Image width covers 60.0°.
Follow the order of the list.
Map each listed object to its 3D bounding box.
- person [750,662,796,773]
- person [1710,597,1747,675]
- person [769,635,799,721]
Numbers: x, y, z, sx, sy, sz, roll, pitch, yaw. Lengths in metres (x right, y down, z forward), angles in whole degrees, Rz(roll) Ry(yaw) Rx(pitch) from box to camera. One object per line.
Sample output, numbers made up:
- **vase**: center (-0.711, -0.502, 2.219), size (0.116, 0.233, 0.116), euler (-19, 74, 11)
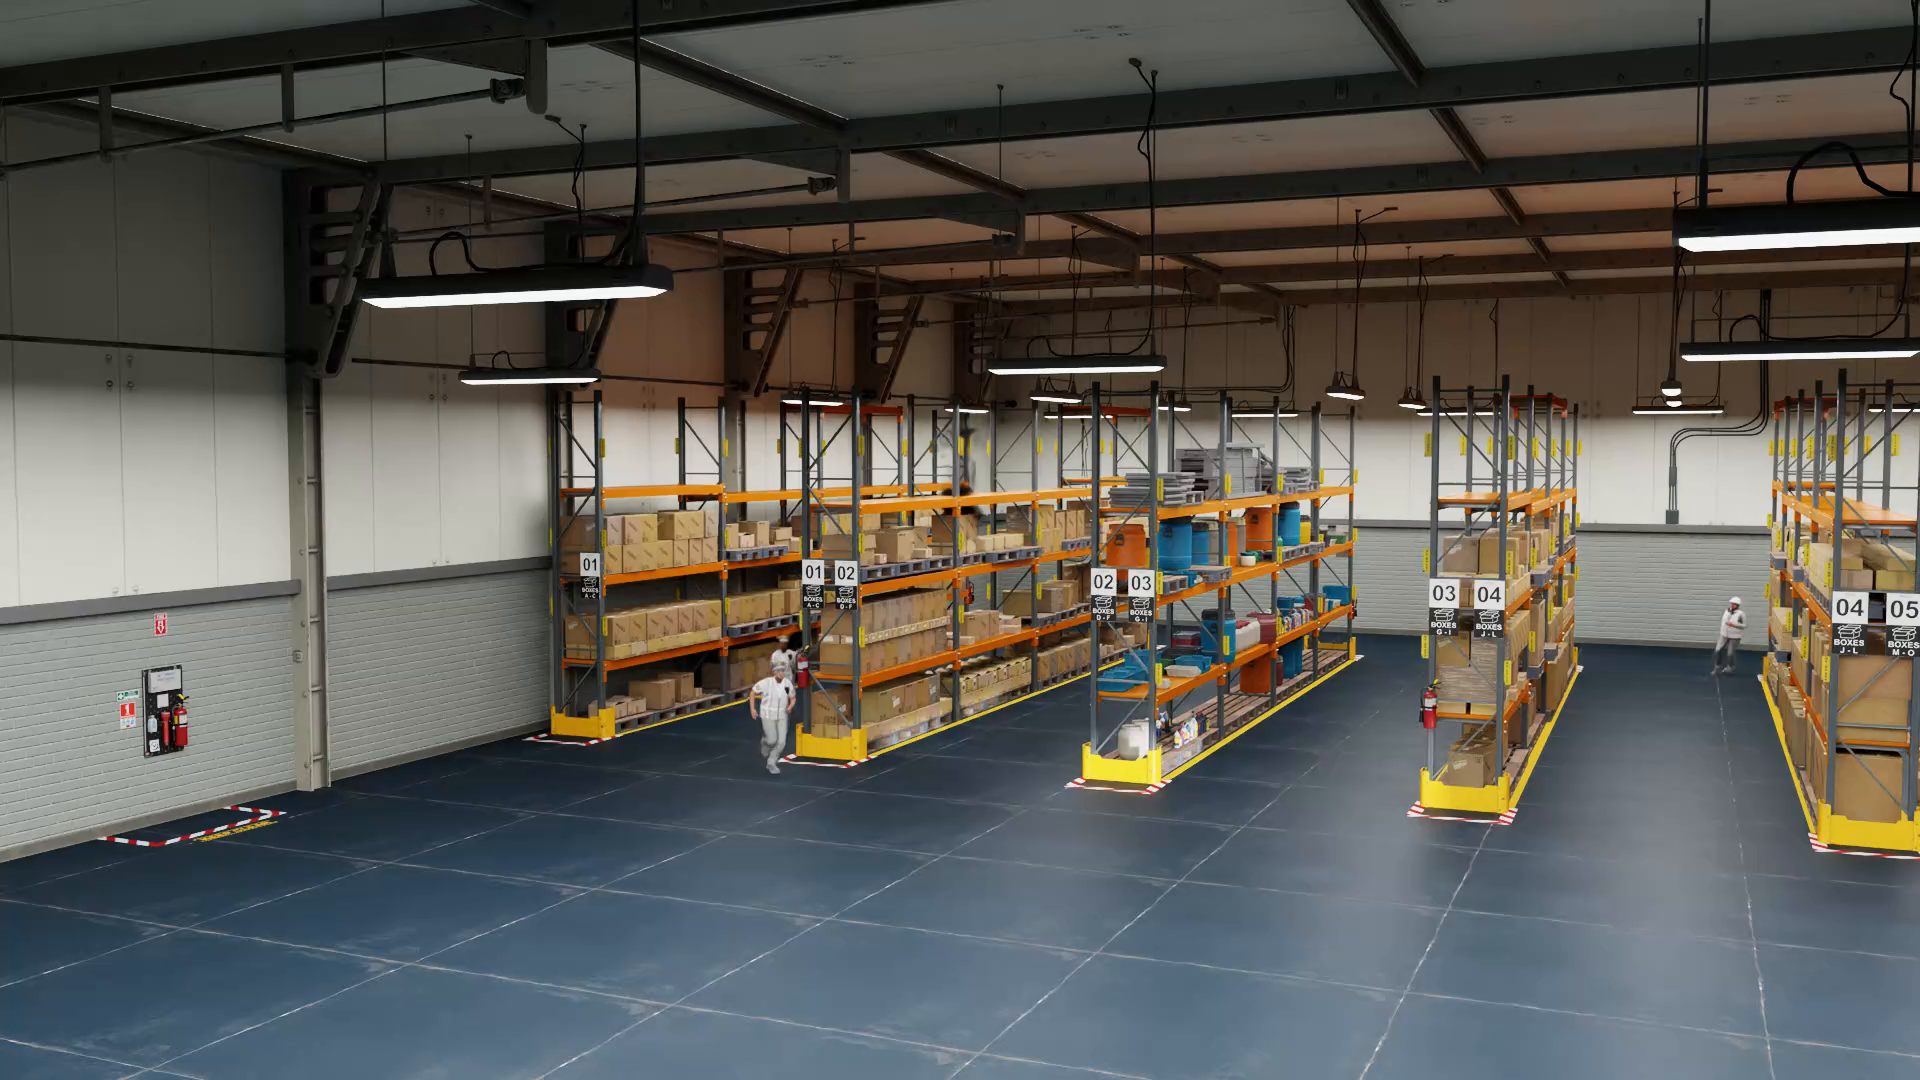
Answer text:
- **person**: center (-2.870, 2.734, 25.729), size (0.704, 1.737, 0.695), euler (-2, 4, -27)
- **person**: center (17.018, 2.128, 36.646), size (0.704, 1.781, 0.721), euler (-3, 4, -41)
- **person**: center (-3.137, 2.535, 29.793), size (0.583, 1.676, 0.758), euler (0, 3, 1)
